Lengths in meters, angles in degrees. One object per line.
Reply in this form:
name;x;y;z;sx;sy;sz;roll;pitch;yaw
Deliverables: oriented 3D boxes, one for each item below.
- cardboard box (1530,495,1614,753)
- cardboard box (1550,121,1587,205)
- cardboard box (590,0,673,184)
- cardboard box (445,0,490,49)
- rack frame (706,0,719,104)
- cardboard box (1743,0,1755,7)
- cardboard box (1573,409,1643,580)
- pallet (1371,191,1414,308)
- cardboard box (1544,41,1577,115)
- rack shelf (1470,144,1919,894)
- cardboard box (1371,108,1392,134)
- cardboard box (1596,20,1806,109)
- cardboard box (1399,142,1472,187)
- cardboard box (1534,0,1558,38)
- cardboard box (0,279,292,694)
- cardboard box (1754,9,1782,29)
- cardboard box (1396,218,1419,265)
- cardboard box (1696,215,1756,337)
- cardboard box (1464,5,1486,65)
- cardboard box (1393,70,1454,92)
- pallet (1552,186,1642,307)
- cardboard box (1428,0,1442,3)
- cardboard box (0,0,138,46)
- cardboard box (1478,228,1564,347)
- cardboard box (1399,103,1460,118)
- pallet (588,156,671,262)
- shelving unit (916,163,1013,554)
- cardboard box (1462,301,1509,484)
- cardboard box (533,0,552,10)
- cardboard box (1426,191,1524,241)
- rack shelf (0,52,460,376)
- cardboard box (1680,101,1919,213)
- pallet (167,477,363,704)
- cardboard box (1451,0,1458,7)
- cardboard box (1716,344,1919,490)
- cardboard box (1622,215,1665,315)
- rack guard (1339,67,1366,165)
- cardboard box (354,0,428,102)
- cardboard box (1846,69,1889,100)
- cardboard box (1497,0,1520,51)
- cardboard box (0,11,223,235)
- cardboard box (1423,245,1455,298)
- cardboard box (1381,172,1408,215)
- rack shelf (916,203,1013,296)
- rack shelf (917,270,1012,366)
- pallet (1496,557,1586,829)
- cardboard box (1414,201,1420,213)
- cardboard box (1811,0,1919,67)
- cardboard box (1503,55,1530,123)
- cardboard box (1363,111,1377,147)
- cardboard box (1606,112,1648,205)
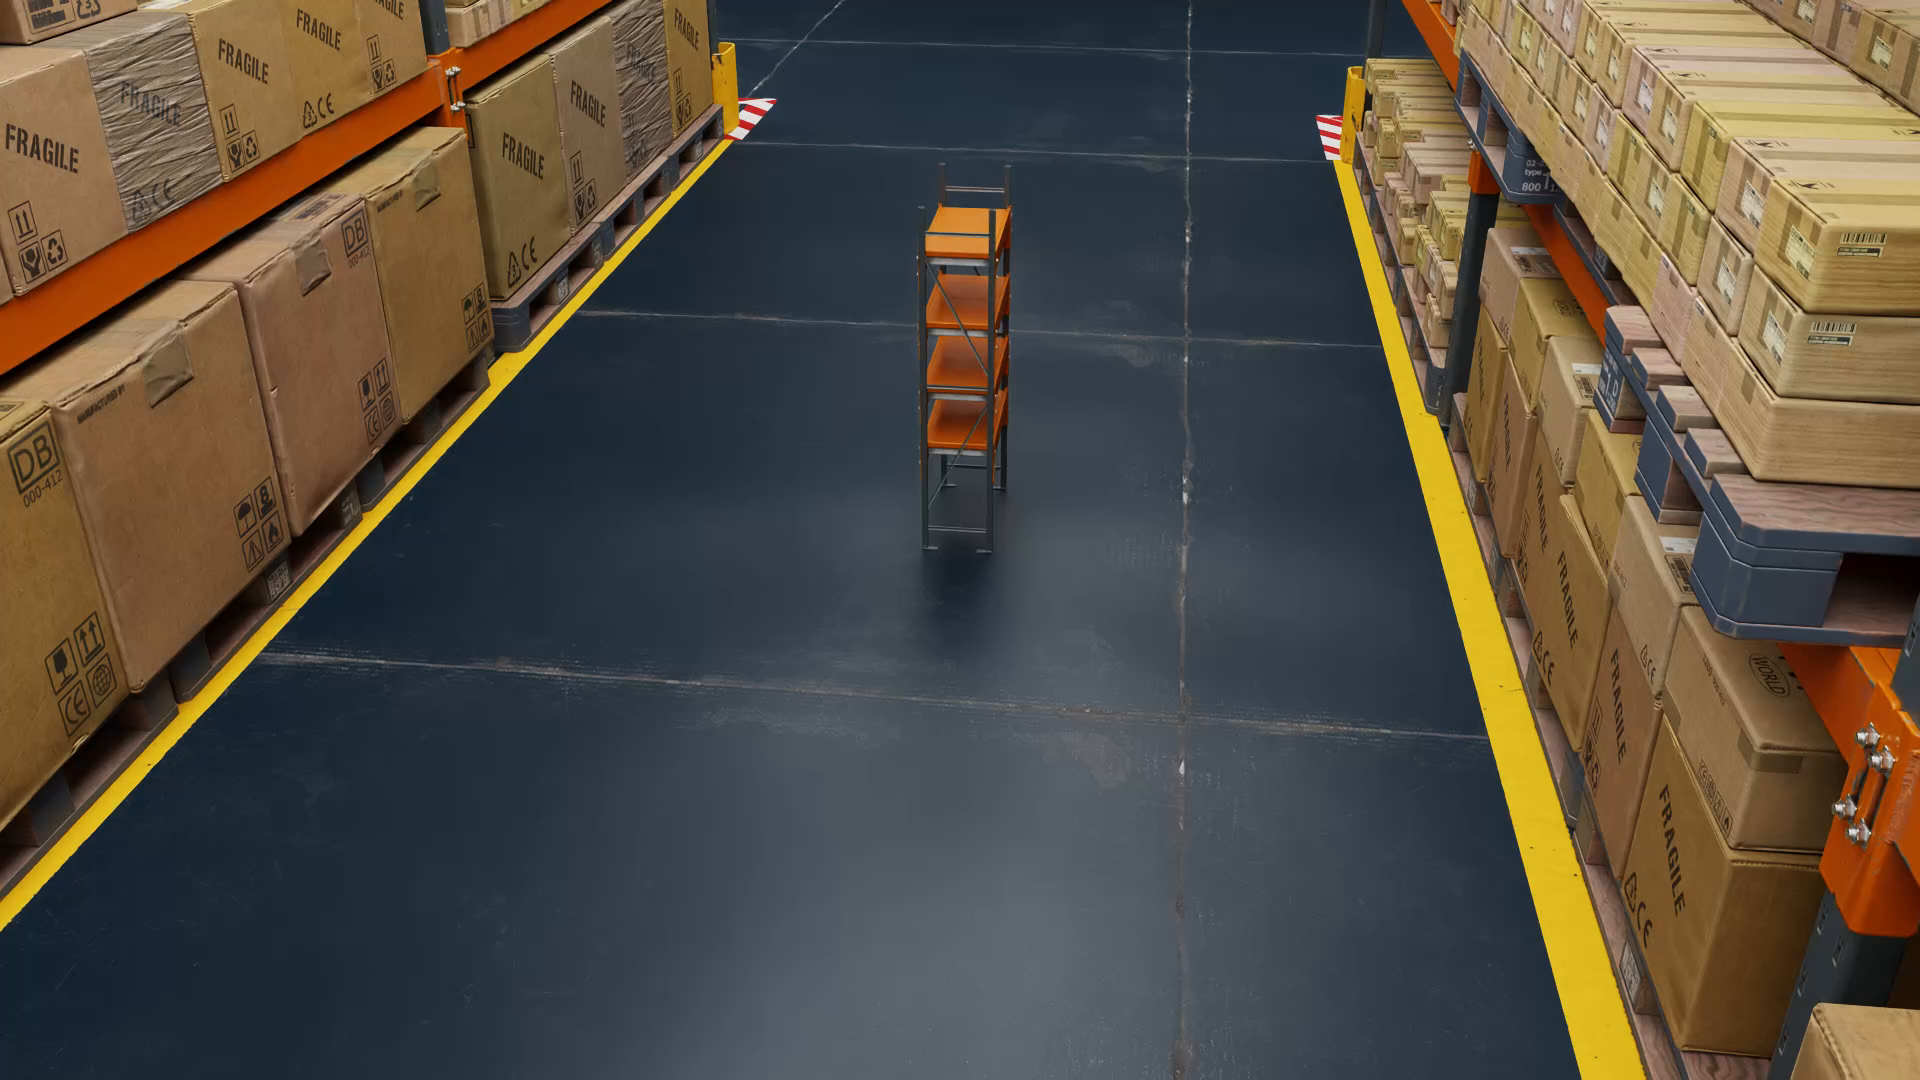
cardboard box;1.847;0.222;4.368;0.500;0.500;0.500;2;28;4
cardboard box;1.707;-0.940;4.153;0.380;0.149;0.250;2;28;4
cardboard box;-2.130;-2.491;9.009;0.875;0.875;0.875;3;28;6
cardboard box;-2.144;-2.102;6.755;0.380;0.149;0.250;3;29;6
rack frame;-2.020;-3.976;9.968;1.000;3.000;0.127;3;28;6
cardboard box;2.479;-1.645;4.836;0.380;0.149;0.250;2;28;5
cardboard box;1.863;-0.103;4.180;0.500;0.250;0.500;4;29;7
pallet;2.594;-1.424;8.170;1.003;0.211;1.213;3;28;6
cardboard box;1.740;-1.186;4.297;0.380;0.149;0.250;3;28;5
rack shelf;2.155;-0.499;4.272;1.077;0.370;4.000;3;28;6
cardboard box;2.482;-2.344;9.187;0.380;0.149;0.250;3;28;6
cardboard box;1.676;-1.077;3.781;0.380;0.149;0.250;5;29;9
cardboard box;2.272;-1.750;7.771;0.380;0.149;0.250;2;28;4
cardboard box;1.770;-1.445;4.464;0.380;0.149;0.250;3;28;6
cardboard box;-2.778;-0.203;4.761;1.225;0.875;0.875;3;29;6
cardboard box;2.454;-1.394;4.684;0.380;0.149;0.250;2;28;5
cardboard box;2.237;-1.379;7.710;0.380;0.149;0.250;3;28;6
cardboard box;1.550;-0.464;2.958;0.380;0.149;0.250;4;29;8
cardboard box;1.896;-1.673;5.515;0.380;0.149;0.250;2;28;4
cardboard box;2.575;-2.468;9.105;0.380;0.149;0.250;4;29;7
pallet;2.112;-0.724;4.134;1.003;0.211;1.213;3;28;6
cardboard box;2.323;-2.535;7.558;0.380;0.149;0.250;4;29;7
cardboard box;-2.736;-1.662;4.509;0.797;0.503;0.637;4;29;8
cardboard box;2.048;-0.839;5.548;0.500;0.250;0.500;2;28;4
cardboard box;2.425;-2.106;8.432;0.380;0.149;0.250;4;29;8
pallet;-2.192;-1.795;8.859;1.003;0.211;1.213;3;28;6
shelving unit;0.020;-0.606;5.610;0.258;1.200;0.503;3;28;6
cardboard box;2.047;-0.509;5.726;0.500;0.500;0.500;4;29;8
cardboard box;-2.049;-2.474;7.445;0.380;0.149;0.250;3;28;5
cardboard box;2.201;-1.372;7.070;0.380;0.149;0.250;3;28;6
rack shelf;-2.755;-0.835;4.896;1.077;0.370;4.000;3;28;6
cardboard box;1.580;-0.709;3.099;0.380;0.149;0.250;4;29;8
pallet;-2.677;0.078;5.383;1.003;0.211;1.213;3;28;6
cardboard box;2.244;-2.421;6.662;0.500;0.500;0.500;3;28;5
cardboard box;1.514;-0.208;2.795;0.380;0.149;0.250;4;29;7
cardboard box;1.612;-0.563;3.454;0.380;0.149;0.250;3;28;6
rack guard;2.881;-2.504;9.871;1.175;0.500;0.348;3;28;6
cardboard box;-2.296;-1.901;6.011;0.500;0.500;0.500;3;29;6
cardboard box;2.354;-1.029;4.006;0.380;0.149;0.250;4;29;8
cardboard box;1.835;-1.560;4.992;0.380;0.149;0.250;4;29;7
cardboard box;-2.487;-1.187;4.685;0.500;0.500;0.500;3;29;6
cardboard box;2.144;-1.113;6.903;0.380;0.149;0.250;2;28;4
cardboard box;2.340;-1.745;8.389;0.380;0.149;0.250;2;28;4
rack shelf;0.020;-0.952;5.424;0.258;0.148;0.480;3;28;6
rack shelf;0.020;-0.744;5.536;0.258;0.148;0.480;3;28;6
pallet;2.159;0.413;4.761;1.003;0.211;1.213;3;28;6
cardboard box;2.352;-1.598;7.804;0.380;0.149;0.250;2;28;4
cardboard box;2.384;-1.280;4.158;0.380;0.149;0.250;2;28;4
cardboard box;1.801;-1.307;4.835;0.380;0.149;0.250;4;29;7
cardboard box;2.508;-2.342;9.498;0.380;0.149;0.250;4;29;7
cardboard box;1.643;-0.823;3.624;0.380;0.149;0.250;3;28;6
